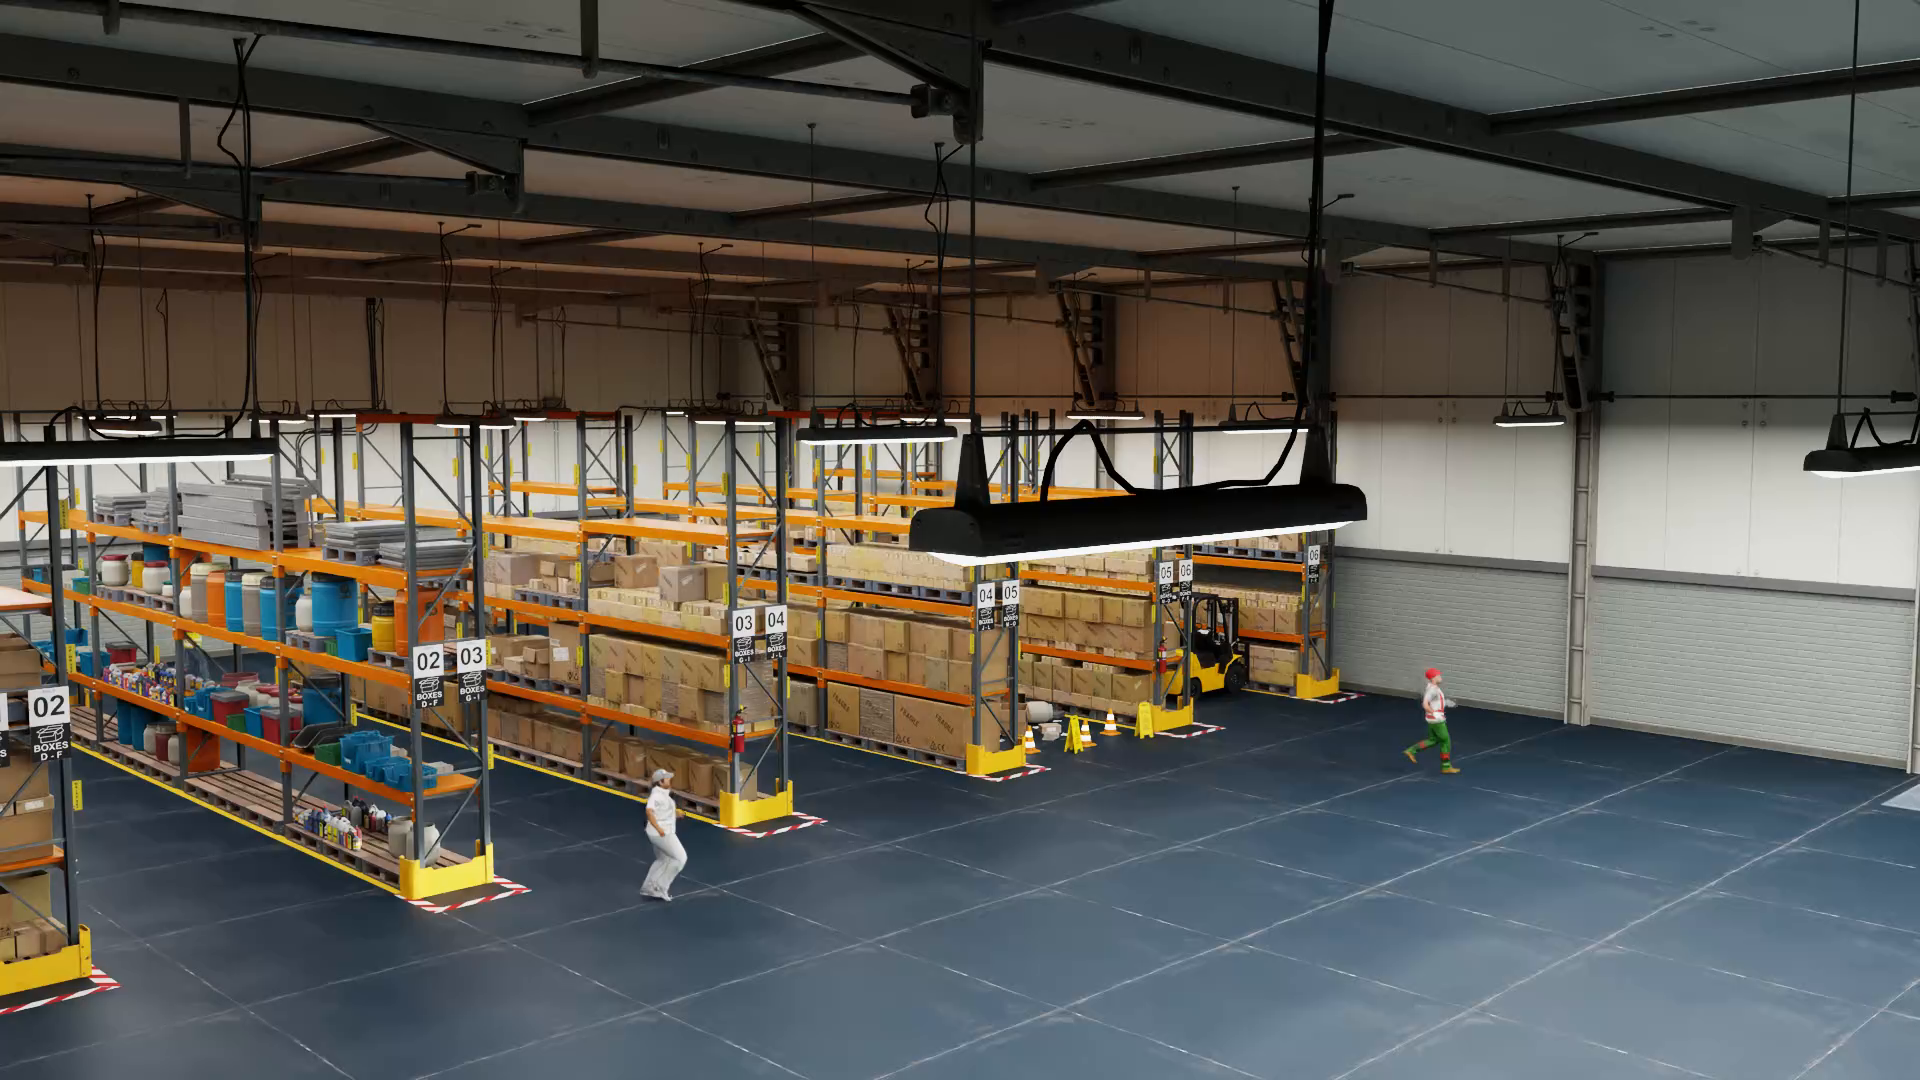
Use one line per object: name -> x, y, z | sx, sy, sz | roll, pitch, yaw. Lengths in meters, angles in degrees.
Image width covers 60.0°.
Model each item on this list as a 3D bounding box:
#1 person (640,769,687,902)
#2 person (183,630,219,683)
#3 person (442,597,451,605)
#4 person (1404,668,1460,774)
person -> -3.728, 3.709, 20.887 | 0.564, 1.685, 0.662 | -1, 5, -14
person -> -16.569, 2.306, 35.933 | 0.992, 1.745, 0.703 | -4, 6, -38
person -> -12.228, 2.125, 39.180 | 0.682, 1.558, 1.085 | 3, 6, 30
person -> 7.942, 3.026, 27.904 | 0.914, 1.765, 0.670 | 1, 5, 12
